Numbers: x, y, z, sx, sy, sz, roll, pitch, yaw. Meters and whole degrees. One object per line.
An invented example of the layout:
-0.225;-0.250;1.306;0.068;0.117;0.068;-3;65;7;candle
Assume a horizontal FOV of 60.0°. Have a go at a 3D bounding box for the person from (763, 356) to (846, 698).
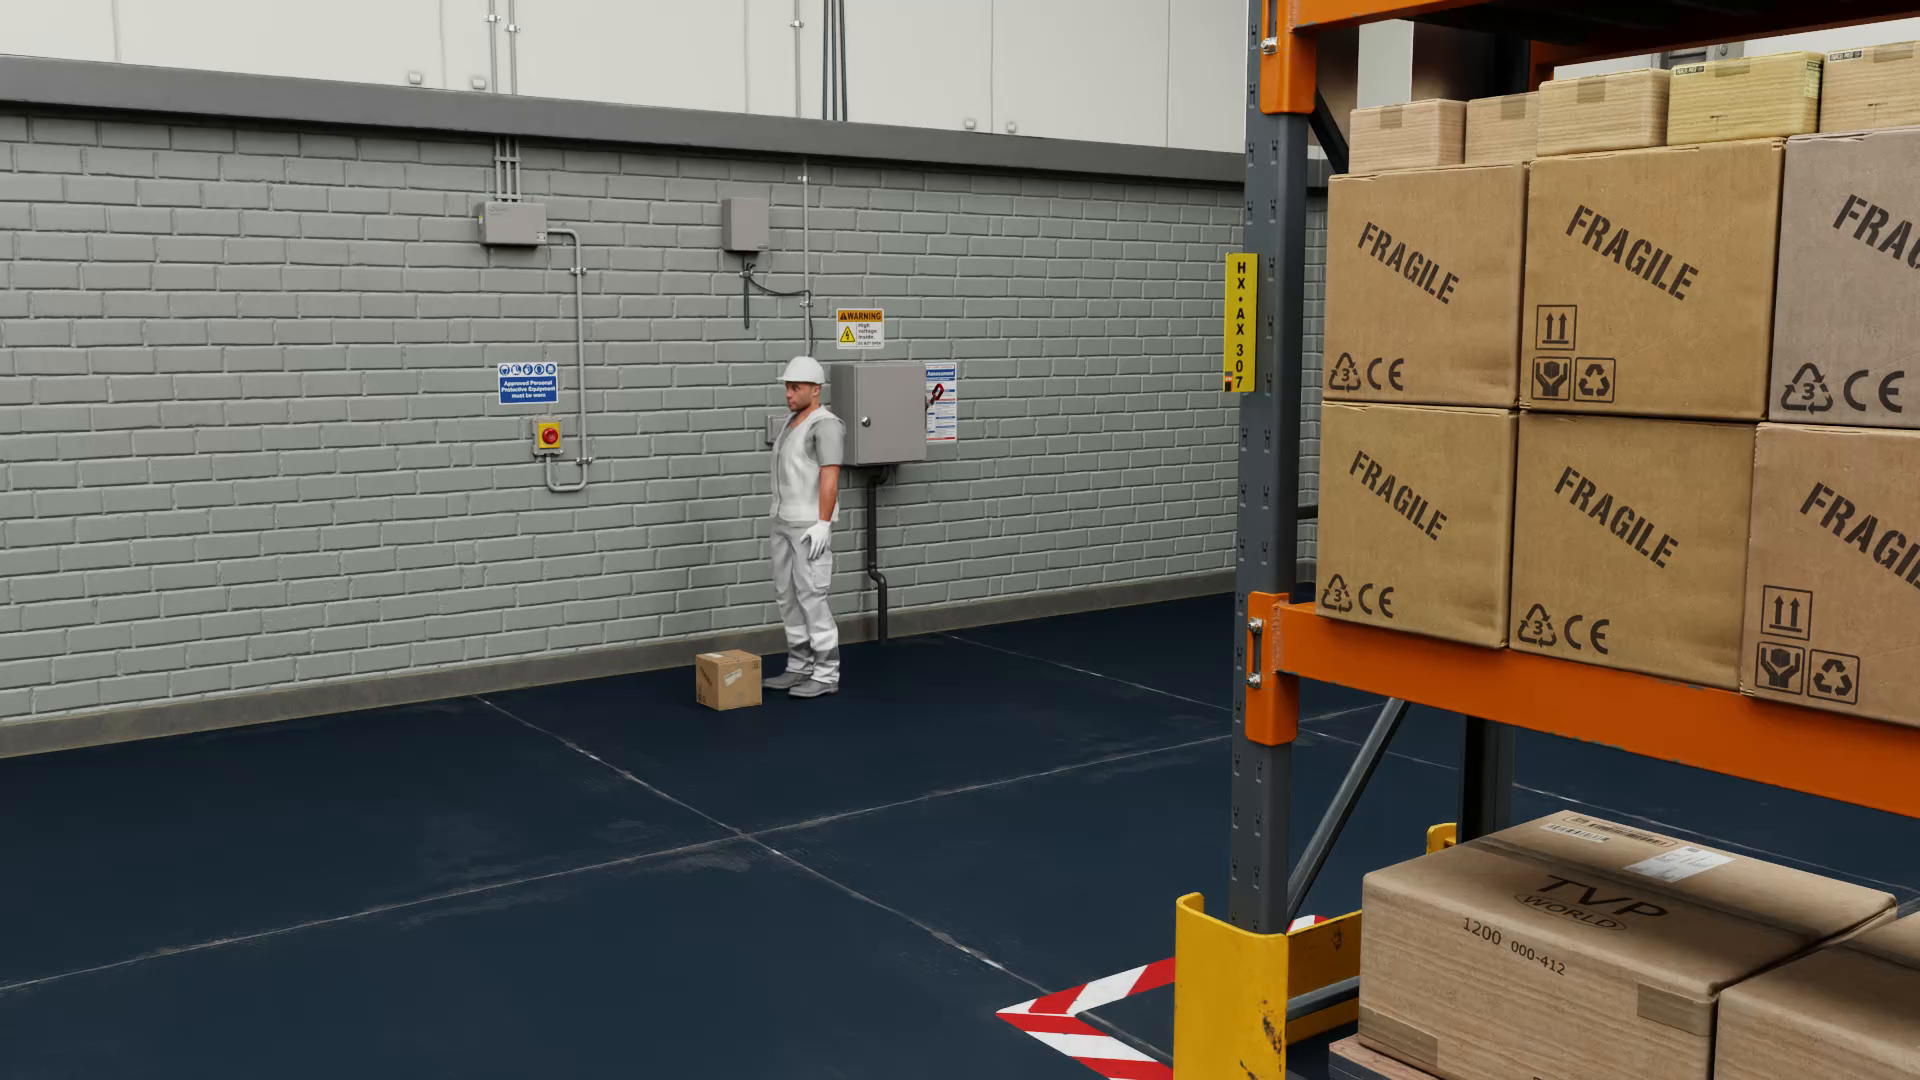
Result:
-0.821;-0.073;8.763;0.346;1.783;0.526;-5;9;-35;person
